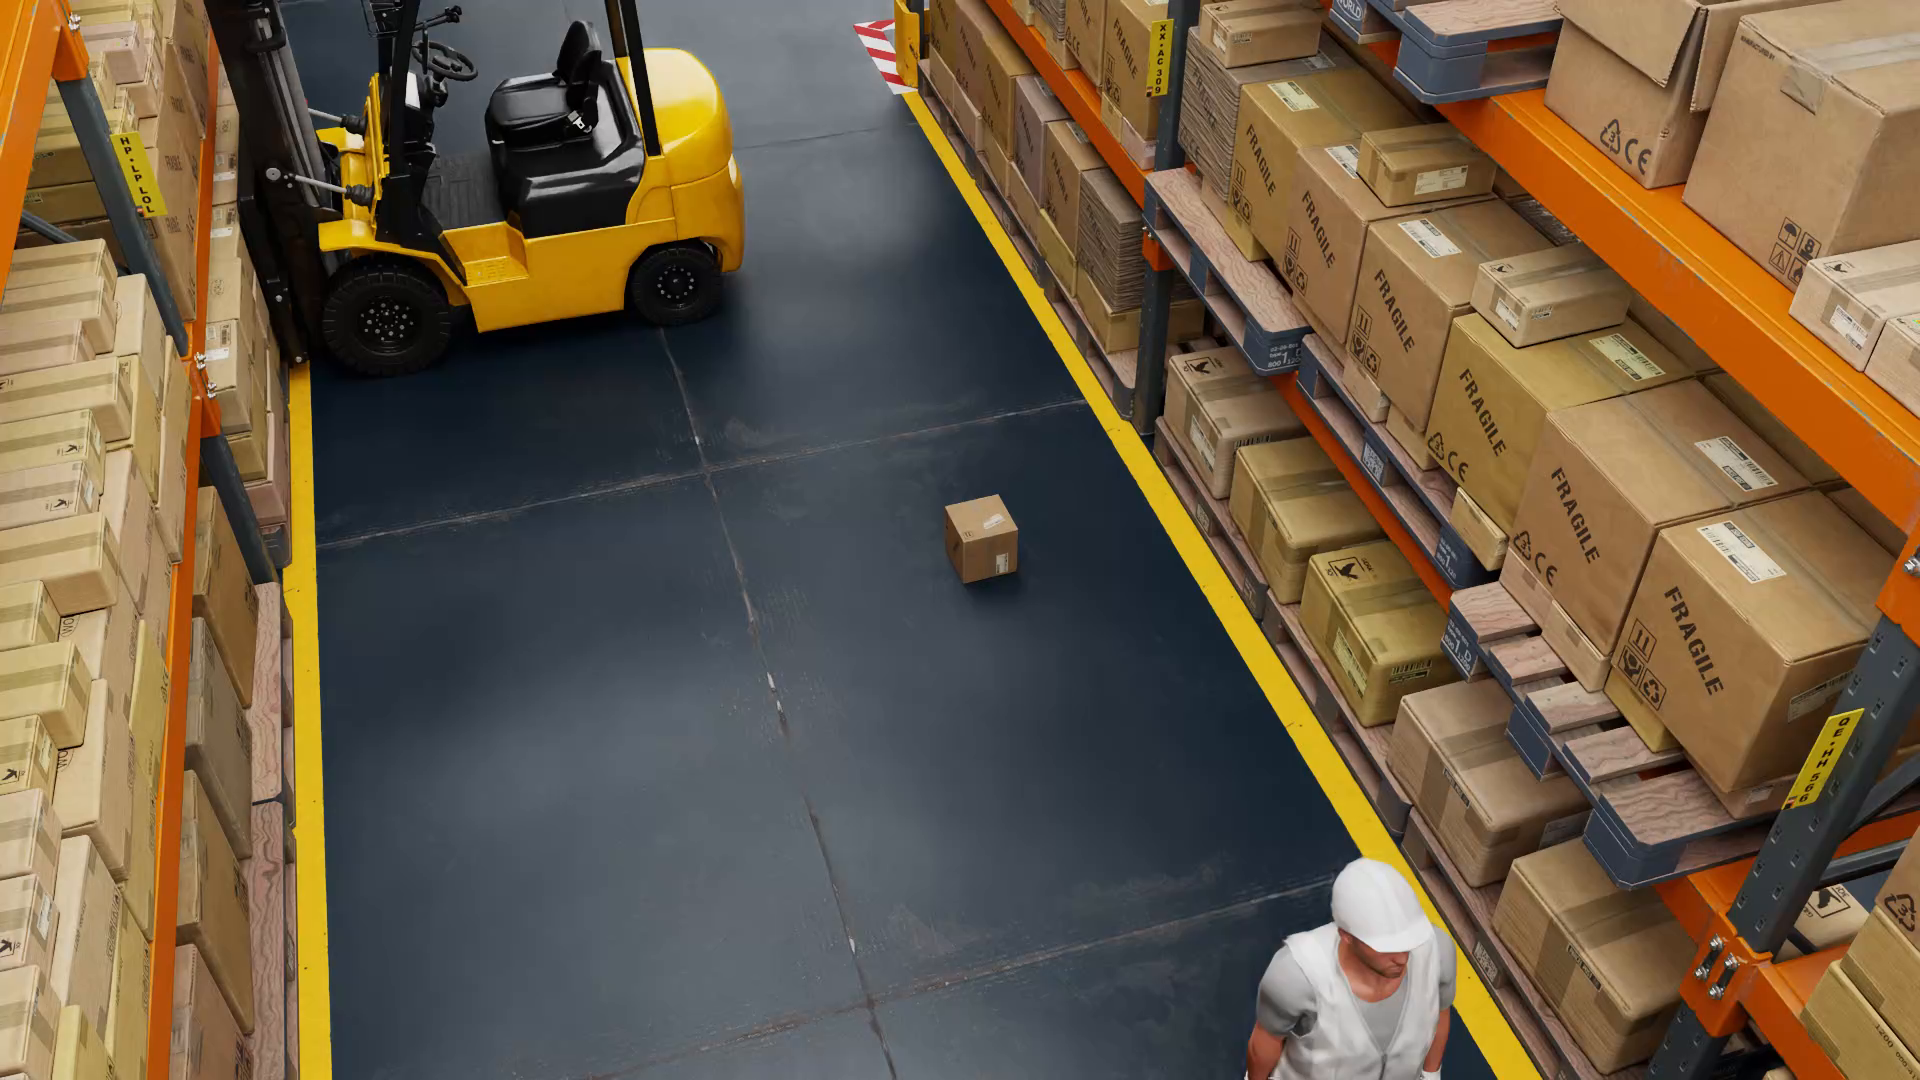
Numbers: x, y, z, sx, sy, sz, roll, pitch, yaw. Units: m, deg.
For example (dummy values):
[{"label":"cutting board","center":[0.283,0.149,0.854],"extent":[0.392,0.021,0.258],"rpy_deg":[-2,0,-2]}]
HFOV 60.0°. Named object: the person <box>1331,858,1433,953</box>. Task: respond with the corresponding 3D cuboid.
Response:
[{"label":"person","center":[7.022,-11.608,19.101],"extent":[21.767,1.785,35.515],"rpy_deg":[-10,43,-11]}]
